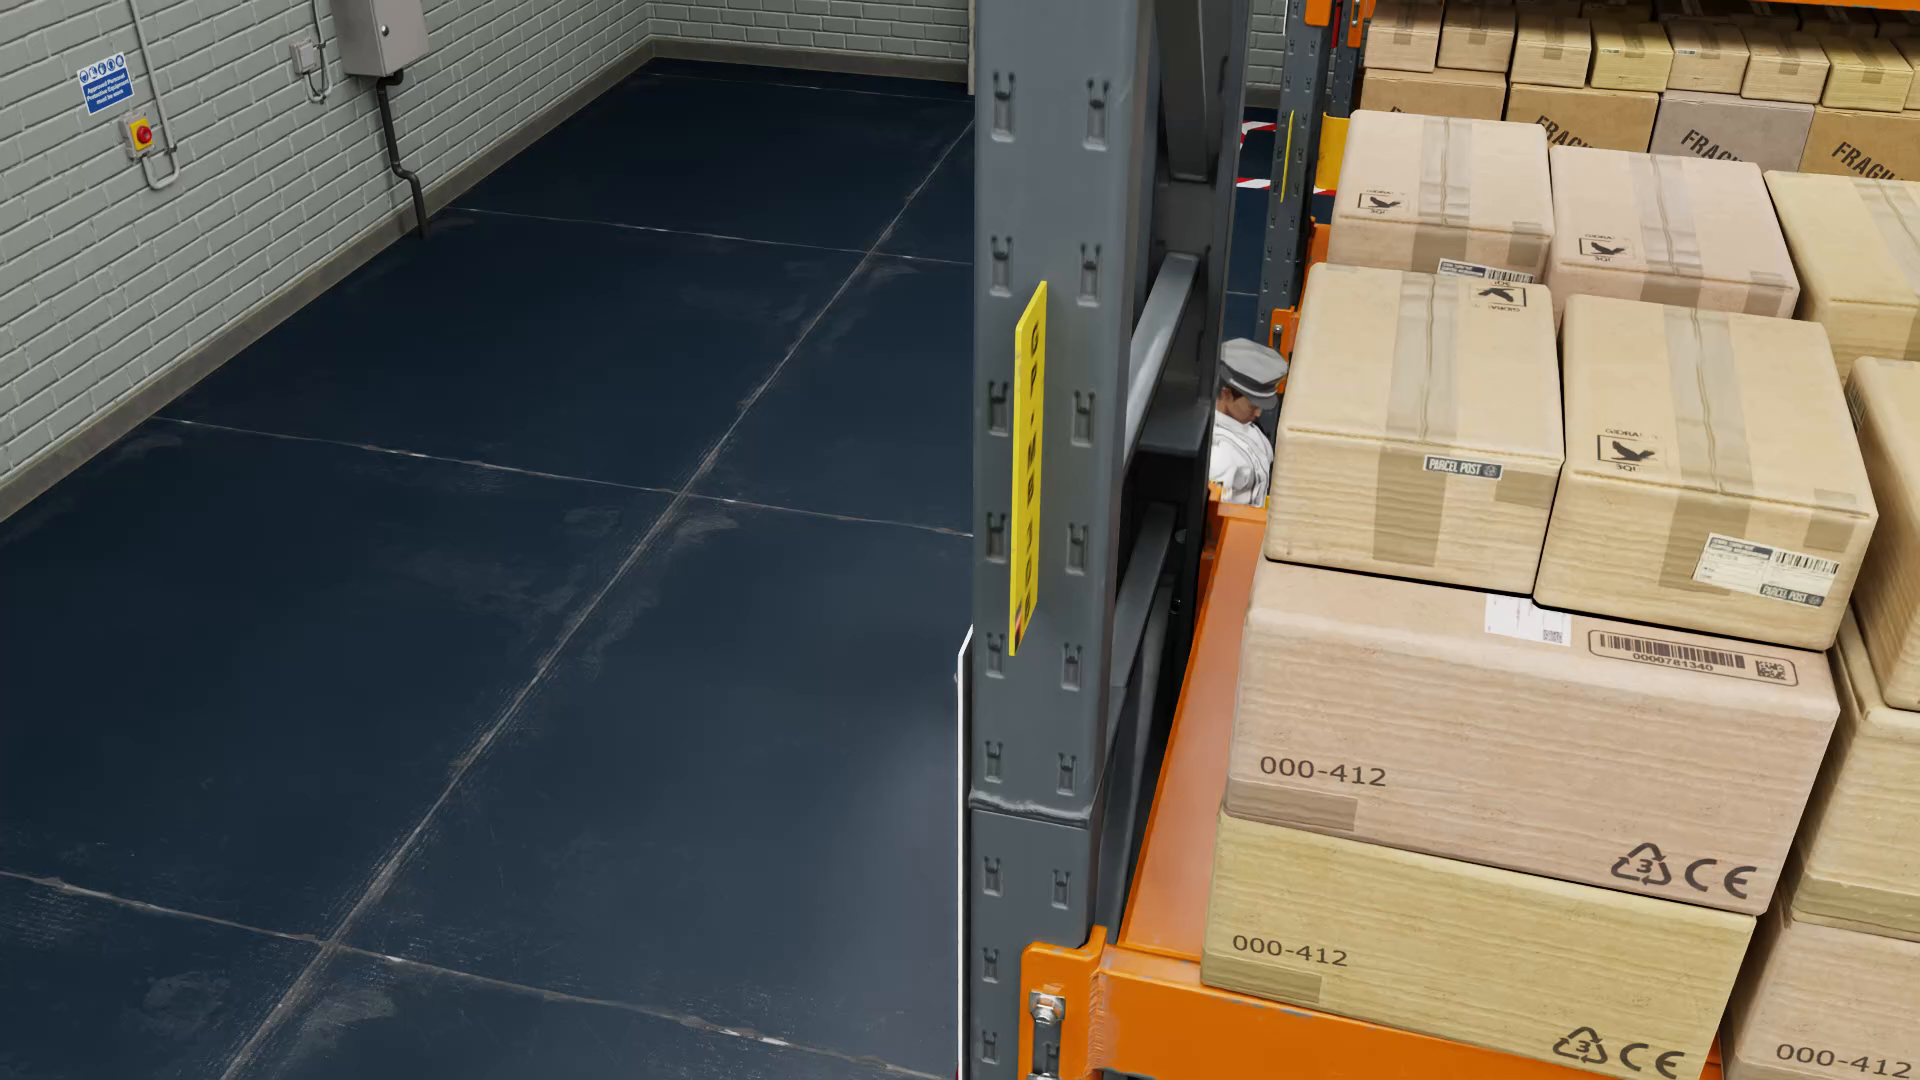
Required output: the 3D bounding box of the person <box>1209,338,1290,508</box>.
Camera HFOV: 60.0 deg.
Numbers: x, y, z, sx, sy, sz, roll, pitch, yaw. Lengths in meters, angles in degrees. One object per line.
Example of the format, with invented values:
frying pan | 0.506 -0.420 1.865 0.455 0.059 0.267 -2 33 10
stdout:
person | 1.034 0.065 6.019 0.572 1.684 0.523 6 33 9
